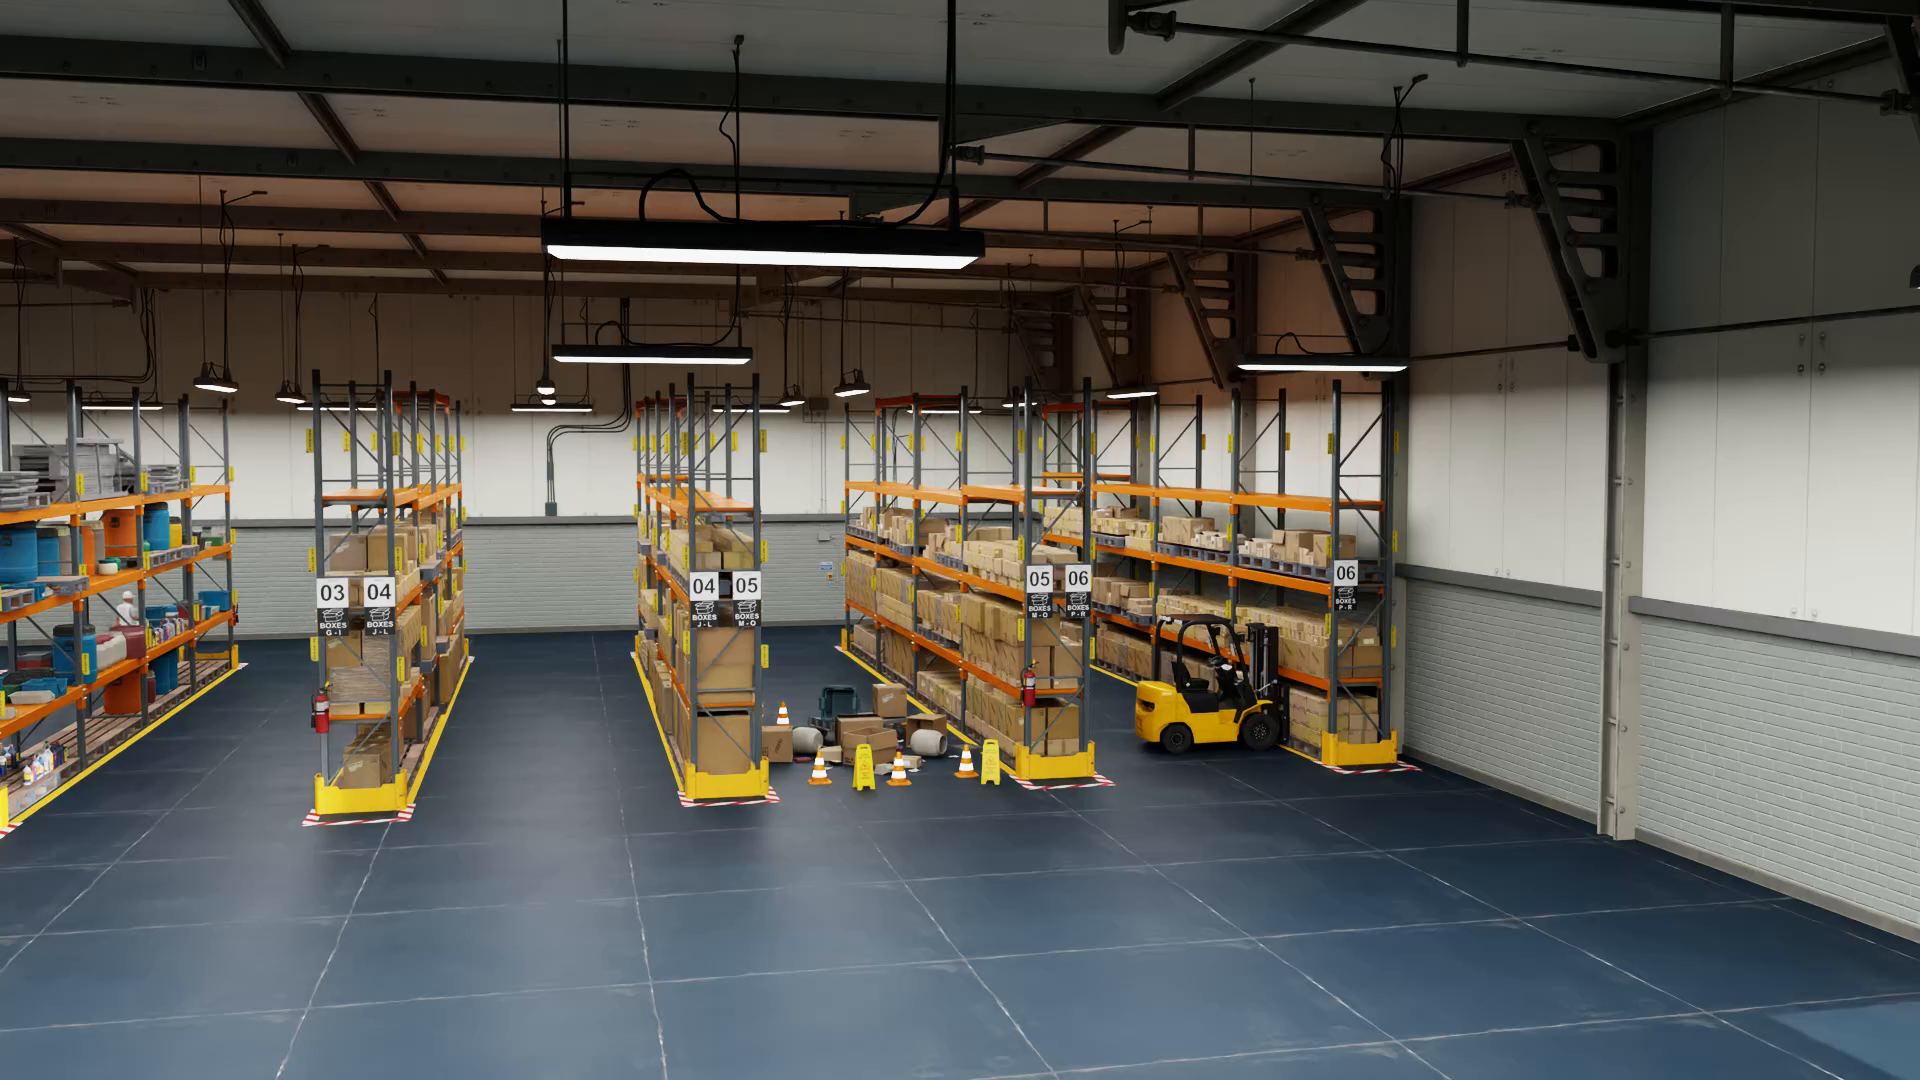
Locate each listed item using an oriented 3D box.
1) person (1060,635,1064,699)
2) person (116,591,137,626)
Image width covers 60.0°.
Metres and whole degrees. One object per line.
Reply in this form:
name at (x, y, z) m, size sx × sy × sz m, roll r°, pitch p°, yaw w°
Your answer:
person at (1.695, 2.352, 30.588) m, size 0.583 × 1.784 × 0.553 m, roll -1°, pitch 3°, yaw -15°
person at (-18.277, 2.015, 36.578) m, size 0.588 × 1.768 × 0.865 m, roll 1°, pitch 4°, yaw 24°
